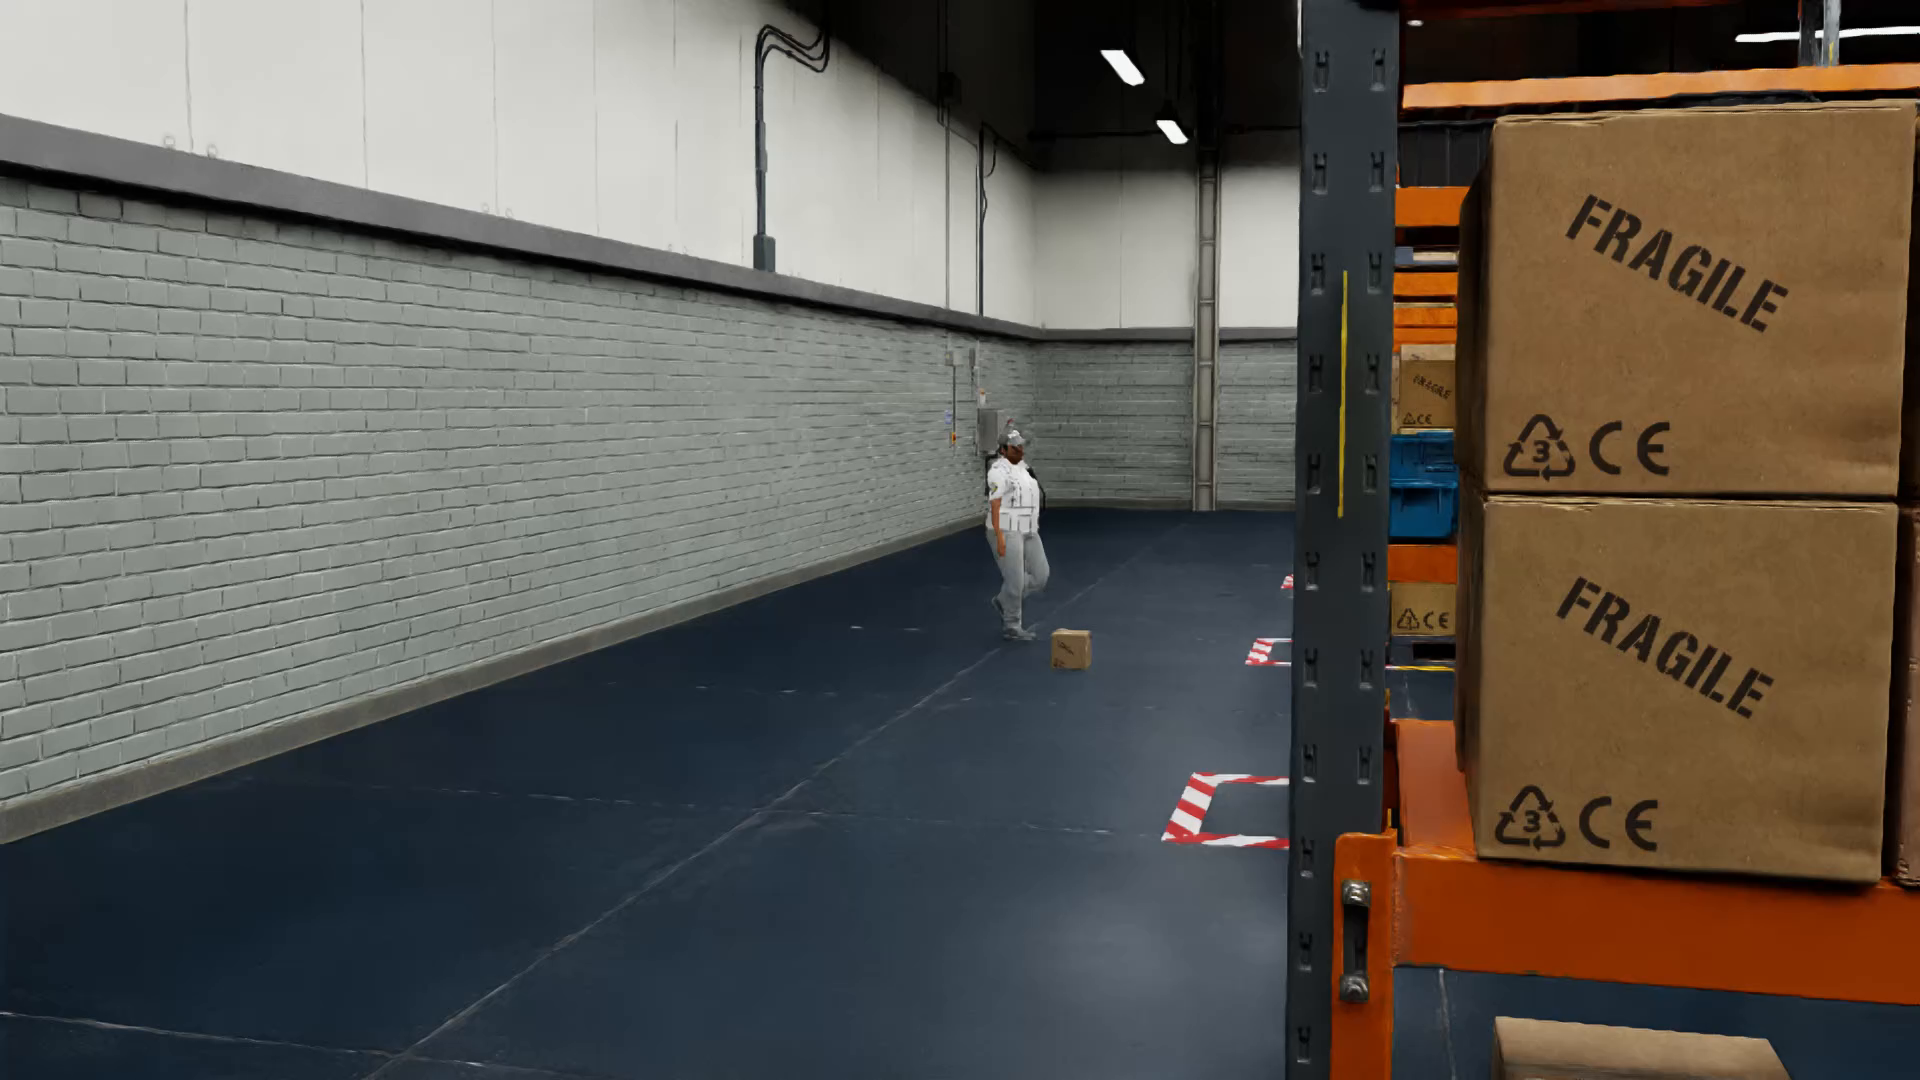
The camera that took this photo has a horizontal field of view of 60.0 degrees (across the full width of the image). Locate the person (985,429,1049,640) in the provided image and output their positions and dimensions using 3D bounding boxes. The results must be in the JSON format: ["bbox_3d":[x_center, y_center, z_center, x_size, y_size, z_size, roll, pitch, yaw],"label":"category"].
[{"bbox_3d":[0.420,-0.051,13.124,0.494,1.650,0.527,4,6,38],"label":"person"}]
